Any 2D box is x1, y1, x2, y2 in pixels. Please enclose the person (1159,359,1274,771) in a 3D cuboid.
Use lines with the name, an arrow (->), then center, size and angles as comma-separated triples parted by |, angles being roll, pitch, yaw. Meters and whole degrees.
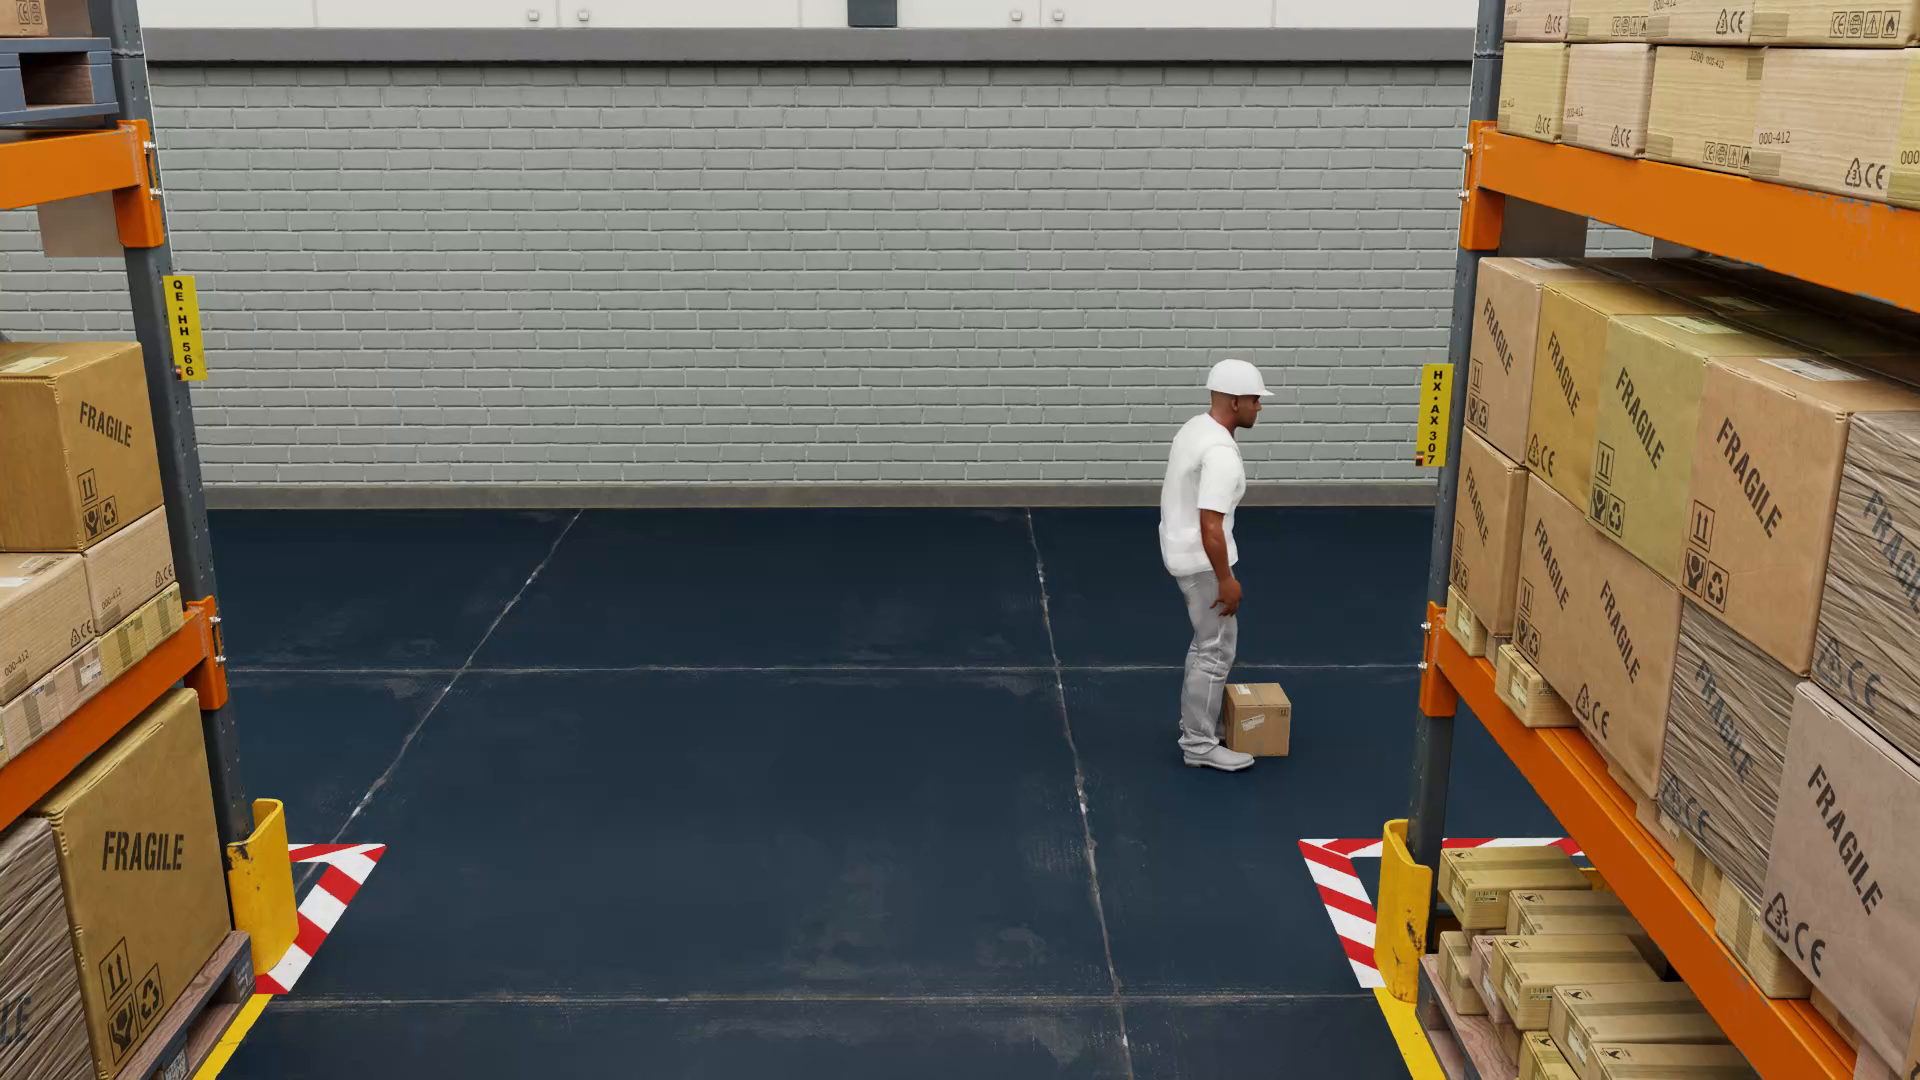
person -> 1.097, 0.091, 7.215 | 0.457, 1.761, 0.628 | 0, 17, 0
